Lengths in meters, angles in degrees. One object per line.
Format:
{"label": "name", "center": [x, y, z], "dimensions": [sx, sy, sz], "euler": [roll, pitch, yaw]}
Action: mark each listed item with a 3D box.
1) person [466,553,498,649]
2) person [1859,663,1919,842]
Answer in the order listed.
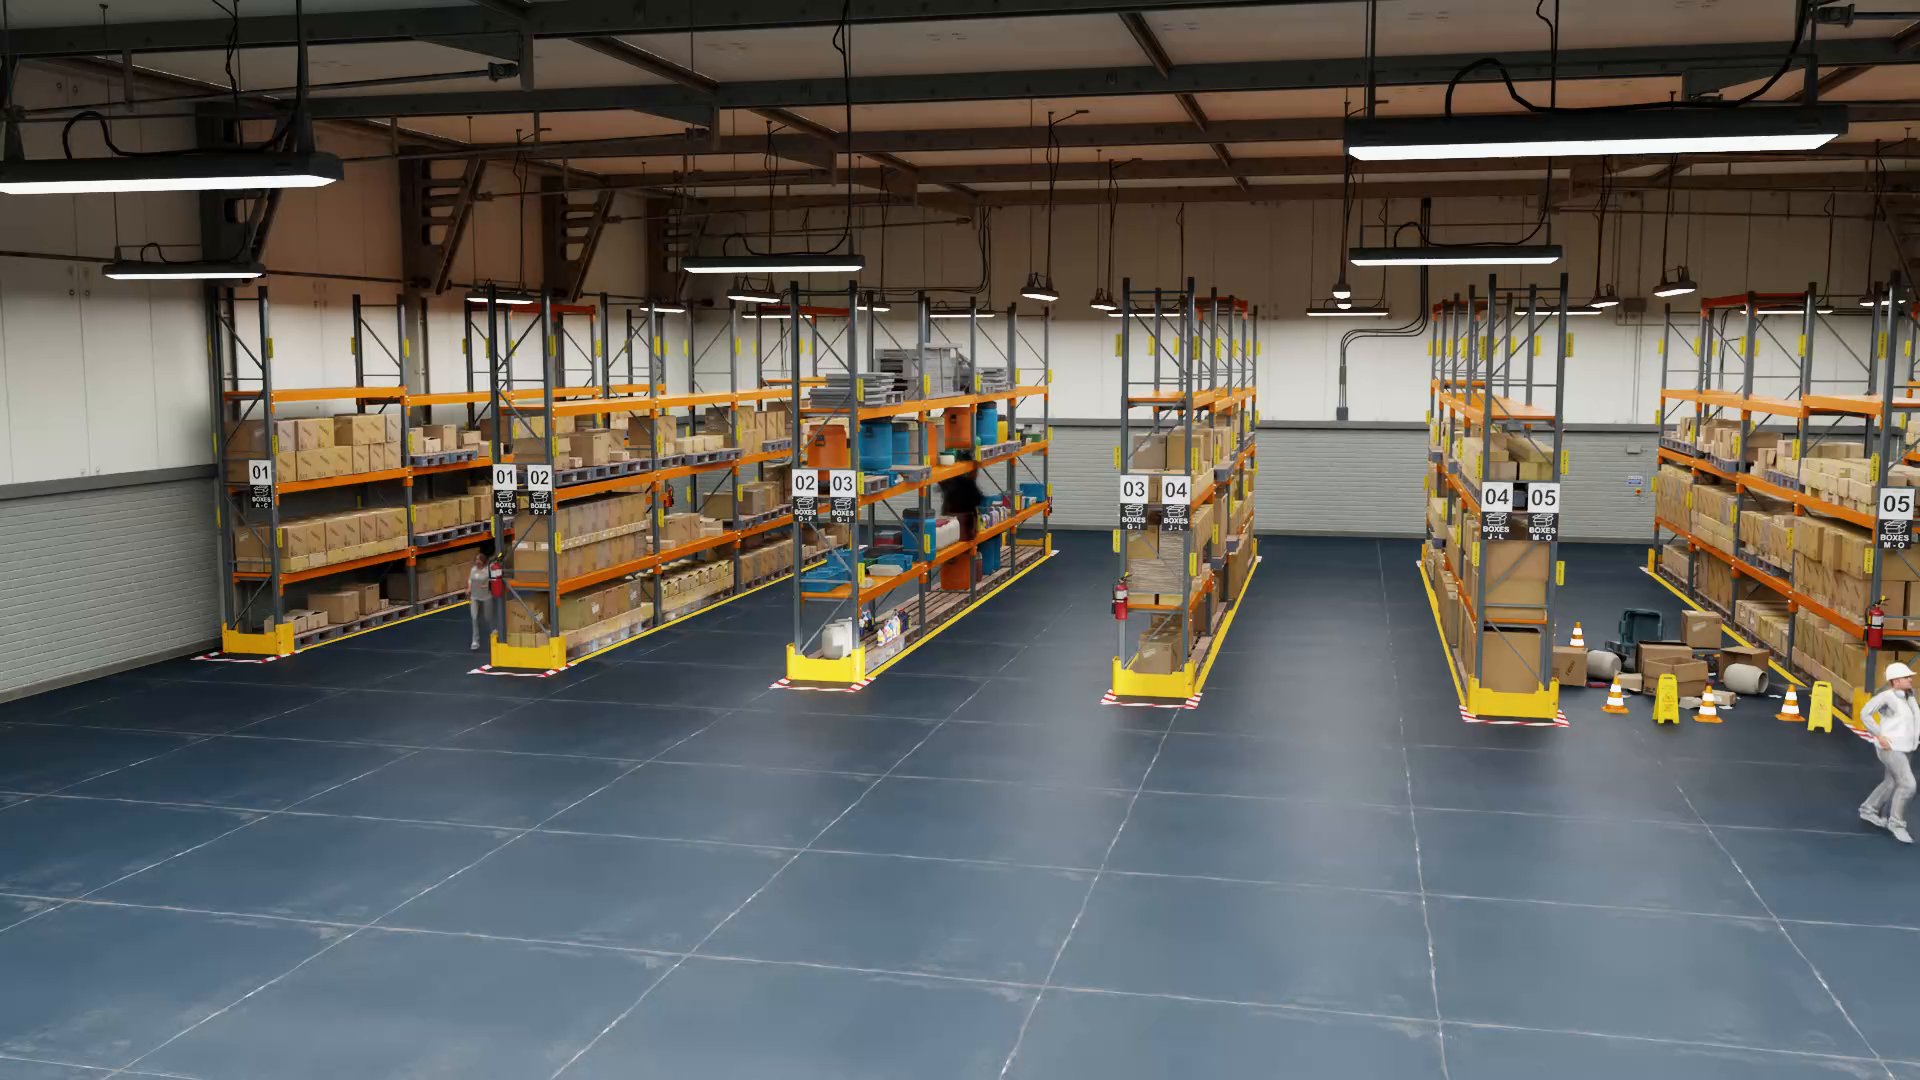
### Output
{"label": "person", "center": [-8.044, 1.000, 27.945], "dimensions": [0.545, 1.575, 0.864], "euler": [1, 7, 5]}
{"label": "person", "center": [9.633, 2.179, 17.137], "dimensions": [0.658, 1.841, 0.675], "euler": [-4, 8, -34]}
